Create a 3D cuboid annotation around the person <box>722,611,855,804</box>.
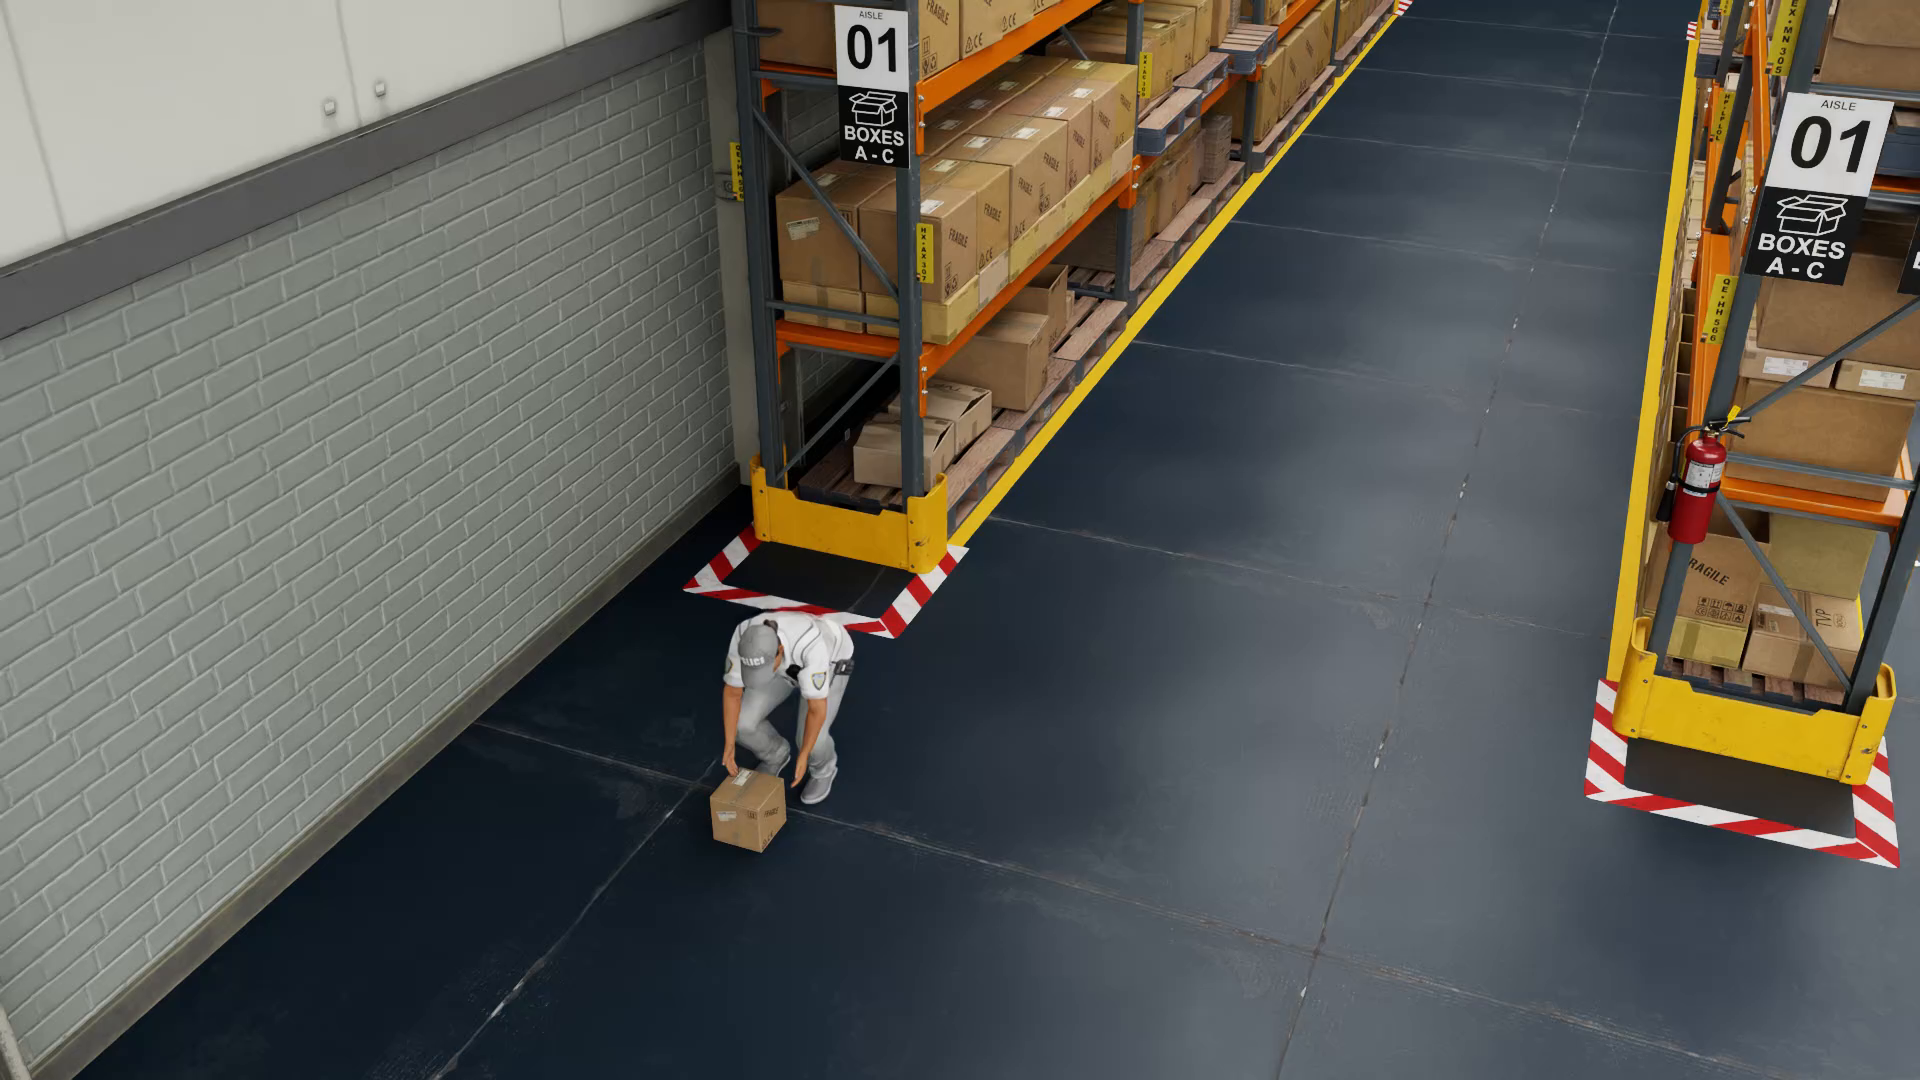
[{"bbox_3d":[-0.786,0.714,7.724,0.530,1.094,0.833,11,32,19],"label":"person"}]
